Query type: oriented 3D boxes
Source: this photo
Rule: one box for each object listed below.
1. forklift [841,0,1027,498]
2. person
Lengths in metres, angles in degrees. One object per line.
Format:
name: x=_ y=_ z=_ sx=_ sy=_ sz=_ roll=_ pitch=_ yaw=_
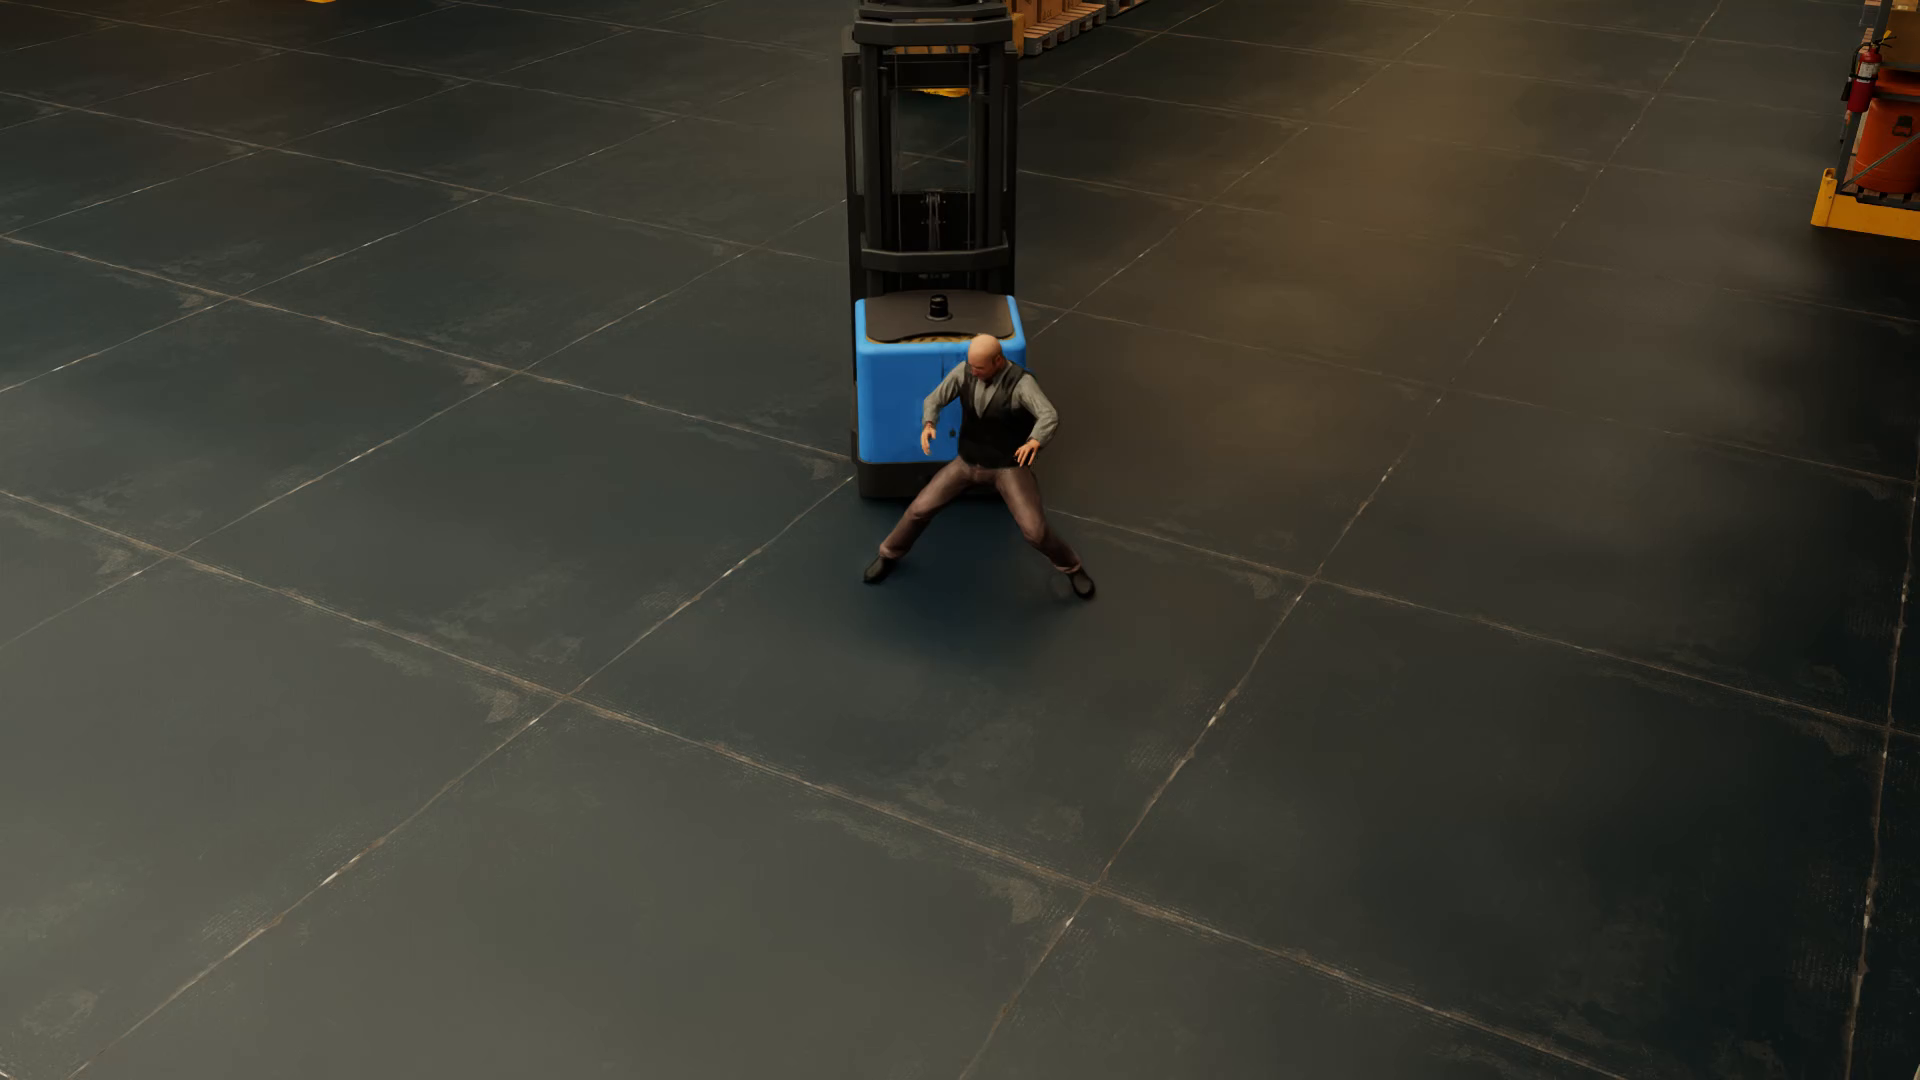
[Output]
forklift: x=-0.201 y=-2.236 z=10.945 sx=1.130 sy=2.935 sz=3.031 roll=-2 pitch=30 yaw=-3
person: x=0.134 y=-0.398 z=9.186 sx=1.265 sy=1.502 sz=0.741 roll=18 pitch=34 yaw=28
